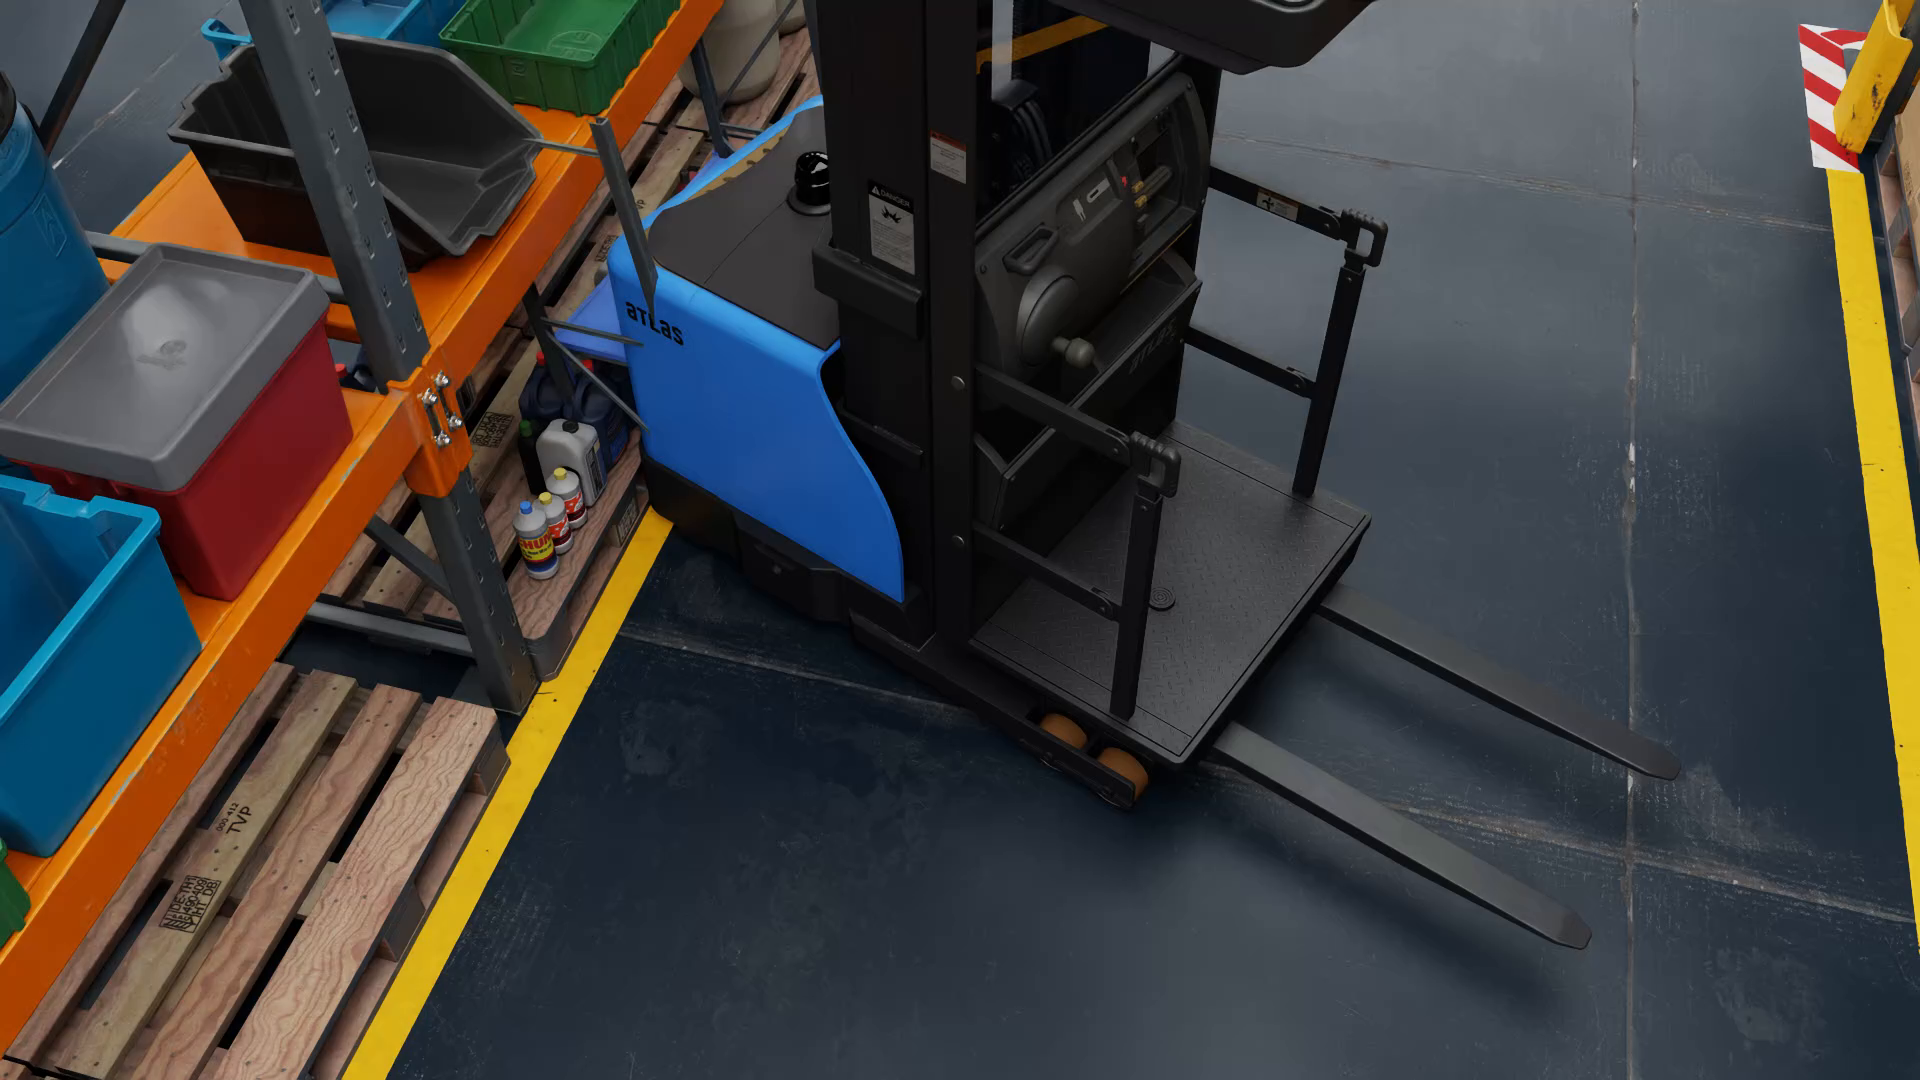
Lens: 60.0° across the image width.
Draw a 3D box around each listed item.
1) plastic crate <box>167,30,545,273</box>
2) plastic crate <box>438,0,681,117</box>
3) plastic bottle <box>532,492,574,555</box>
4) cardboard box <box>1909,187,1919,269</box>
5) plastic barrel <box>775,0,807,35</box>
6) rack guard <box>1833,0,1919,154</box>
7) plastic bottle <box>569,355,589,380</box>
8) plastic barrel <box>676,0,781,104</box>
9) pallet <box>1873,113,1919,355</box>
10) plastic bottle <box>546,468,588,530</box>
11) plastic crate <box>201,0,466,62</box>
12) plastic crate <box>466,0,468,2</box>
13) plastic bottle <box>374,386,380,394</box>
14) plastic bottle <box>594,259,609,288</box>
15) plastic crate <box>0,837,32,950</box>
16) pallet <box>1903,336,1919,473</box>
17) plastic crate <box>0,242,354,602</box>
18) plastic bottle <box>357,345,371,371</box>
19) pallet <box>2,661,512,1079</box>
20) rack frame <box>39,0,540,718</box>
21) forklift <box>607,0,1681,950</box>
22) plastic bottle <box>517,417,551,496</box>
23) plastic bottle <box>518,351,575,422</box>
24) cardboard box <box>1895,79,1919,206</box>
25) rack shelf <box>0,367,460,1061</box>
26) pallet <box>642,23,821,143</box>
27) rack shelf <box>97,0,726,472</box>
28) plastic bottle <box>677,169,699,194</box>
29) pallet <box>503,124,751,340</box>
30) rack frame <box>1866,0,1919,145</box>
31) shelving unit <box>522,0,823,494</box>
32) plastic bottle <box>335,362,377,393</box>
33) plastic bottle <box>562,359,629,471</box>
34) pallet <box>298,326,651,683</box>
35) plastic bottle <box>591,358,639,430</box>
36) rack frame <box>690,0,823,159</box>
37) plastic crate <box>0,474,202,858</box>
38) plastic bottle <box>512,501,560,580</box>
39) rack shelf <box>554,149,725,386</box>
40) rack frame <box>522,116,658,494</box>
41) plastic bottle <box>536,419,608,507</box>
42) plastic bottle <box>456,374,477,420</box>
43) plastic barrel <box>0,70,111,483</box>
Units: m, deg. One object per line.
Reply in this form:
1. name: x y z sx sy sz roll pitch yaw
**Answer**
1. plastic crate: -1.471 -0.955 4.134 0.767 0.338 0.504 12 50 10
2. plastic crate: -1.102 -1.479 4.696 0.450 0.188 0.662 12 50 10
3. plastic bottle: -1.198 -0.060 4.875 0.097 0.201 0.097 0 49 0
4. cardboard box: 3.615 -1.058 5.737 0.500 0.250 0.500 12 50 10
5. plastic barrel: -0.778 -2.340 6.694 0.421 0.512 0.421 0 49 0
6. rack guard: 4.106 -1.726 6.440 1.175 0.500 0.348 12 50 10
7. plastic bottle: -1.197 -0.496 5.213 0.097 0.271 0.097 0 49 0
8. plastic barrel: -0.910 -1.978 6.374 0.421 0.512 0.421 0 49 0
9. pallet: 3.938 -1.051 6.037 1.003 0.211 1.213 12 50 10
10. plastic bottle: -1.171 -0.133 4.940 0.097 0.201 0.097 0 49 0
11. plastic crate: -1.702 -1.427 4.608 0.499 0.251 0.616 12 50 10
12. plastic crate: -1.548 -1.760 4.978 0.530 0.136 0.437 12 50 10
13. plastic bottle: -1.701 -0.386 5.063 0.144 0.351 0.185 12 50 10
14. plastic bottle: -1.106 -0.824 5.500 0.152 0.276 0.135 12 50 10
15. plastic crate: -1.917 0.763 2.717 0.450 0.188 0.662 12 50 10
16. pallet: 3.615 -0.172 5.261 1.003 0.211 1.213 12 50 10
17. plastic crate: -1.563 -0.233 3.412 0.402 0.464 0.583 12 50 10
18. plastic bottle: -1.789 -0.553 5.211 0.144 0.351 0.185 9 49 8
19. pallet: -1.900 0.876 4.336 1.003 0.211 1.213 12 50 10
20. rack frame: -1.731 -0.622 3.799 1.000 3.000 0.127 12 50 10
21. forklift: 0.503 -0.693 3.907 3.031 2.935 1.130 29 55 23
22. plastic bottle: -1.269 -0.273 5.009 0.061 0.283 0.133 12 50 10
23. plastic bottle: -1.258 -0.422 5.095 0.144 0.351 0.185 12 50 10
24. cardboard box: 3.744 -1.421 6.057 0.500 0.250 0.500 12 50 10
25. rack shelf: -2.258 1.062 2.792 1.077 0.370 4.000 12 50 10
26. pallet: -0.872 -1.942 6.823 1.003 0.211 1.213 12 50 10
27. rack shelf: -1.205 -1.831 5.345 1.077 0.370 4.000 12 50 10
28. plastic bottle: -0.935 -1.191 5.819 0.061 0.283 0.133 12 50 10
29. pallet: -1.195 -1.063 6.047 1.003 0.211 1.213 12 50 10
30. rack frame: 4.099 -2.536 5.487 1.000 3.000 0.127 12 50 10
31. shelving unit: -0.795 -0.933 5.011 0.538 1.500 1.048 15 51 21
32. plastic bottle: -1.840 -0.414 5.088 0.144 0.351 0.185 10 49 9
33. plastic bottle: -1.118 -0.393 5.070 0.144 0.351 0.185 13 50 11
34. pallet: -1.514 -0.177 5.266 1.003 0.211 1.213 12 50 10
35. plastic bottle: -1.069 -0.530 5.190 0.144 0.351 0.185 10 49 8
36. rack frame: -0.582 -1.288 5.307 0.500 1.500 0.032 15 51 21
37. plastic crate: -1.721 0.242 3.046 0.392 0.384 0.575 12 50 10
38. plastic bottle: -1.224 -0.009 4.784 0.097 0.271 0.097 0 49 0
39. rack shelf: -0.775 -0.812 5.142 0.538 0.185 1.000 15 51 21
40. rack frame: -1.008 -0.579 4.716 0.500 1.500 0.032 15 51 21
41. plastic bottle: -1.166 -0.250 4.993 0.152 0.276 0.135 13 50 11
42. plastic bottle: -1.640 -0.517 5.229 0.152 0.276 0.135 12 50 10
43. plastic barrel: -2.125 -0.569 3.417 0.600 0.901 0.708 12 50 10
